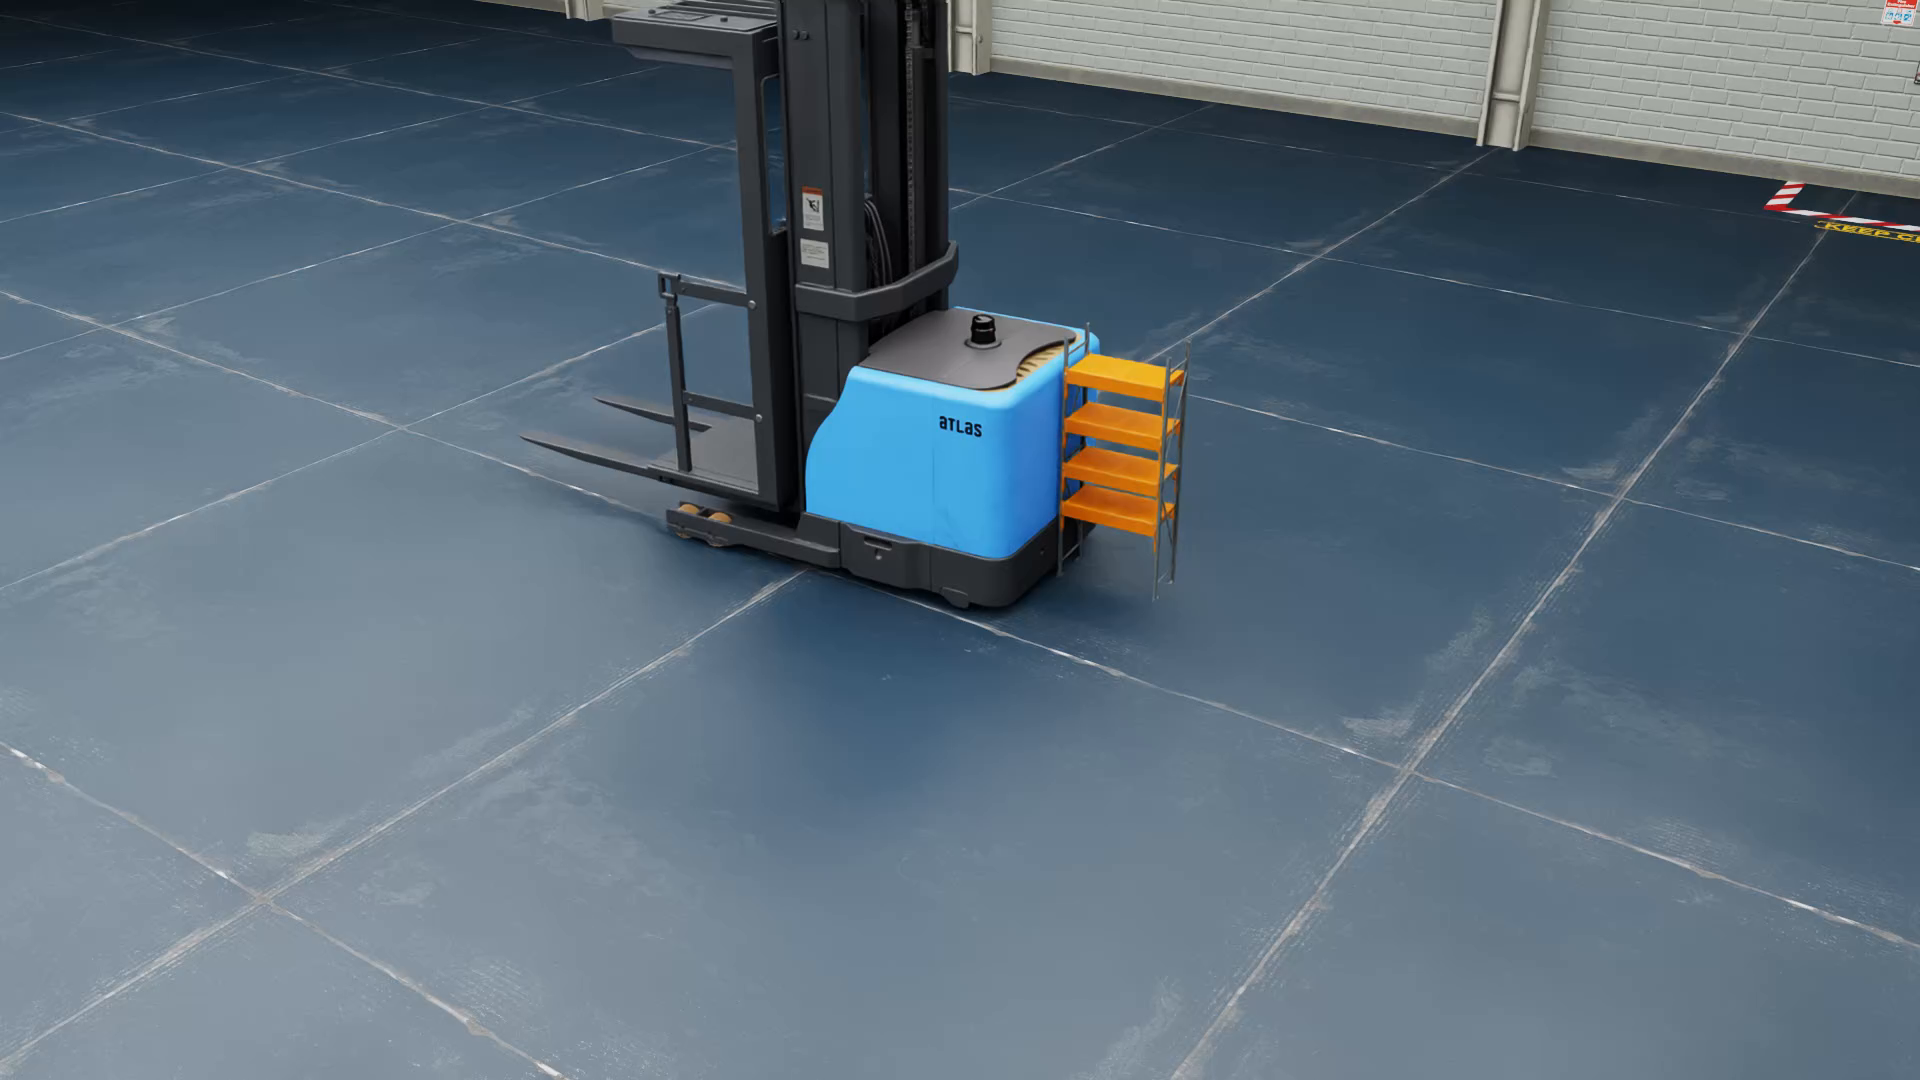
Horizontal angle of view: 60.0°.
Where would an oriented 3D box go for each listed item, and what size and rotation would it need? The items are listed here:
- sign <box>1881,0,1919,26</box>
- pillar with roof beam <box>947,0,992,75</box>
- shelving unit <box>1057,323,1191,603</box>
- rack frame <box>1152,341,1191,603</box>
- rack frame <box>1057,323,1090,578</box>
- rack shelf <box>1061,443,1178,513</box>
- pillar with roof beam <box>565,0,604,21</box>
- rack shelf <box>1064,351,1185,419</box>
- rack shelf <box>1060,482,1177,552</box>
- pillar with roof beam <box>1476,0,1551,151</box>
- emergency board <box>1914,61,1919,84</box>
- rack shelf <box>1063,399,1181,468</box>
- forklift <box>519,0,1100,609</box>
[{"bbox_3d":[7.580,-4.318,13.387,0.234,0.329,0.001,17,32,30],"label":"sign"},{"bbox_3d":[-2.336,-7.618,13.298,0.400,9.000,9.100,17,32,30],"label":"pillar with roof beam"},{"bbox_3d":[0.738,-0.347,7.610,0.503,1.200,0.258,14,30,26],"label":"shelving unit"},{"bbox_3d":[0.951,-0.294,7.504,0.015,1.200,0.240,14,30,26],"label":"rack frame"},{"bbox_3d":[0.525,-0.401,7.716,0.015,1.200,0.240,14,30,26],"label":"rack frame"},{"bbox_3d":[0.738,-0.287,7.640,0.480,0.148,0.258,14,30,26],"label":"rack shelf"},{"bbox_3d":[-7.282,-9.159,16.325,0.400,9.000,9.100,17,32,30],"label":"pillar with roof beam"},{"bbox_3d":[0.738,-0.698,7.432,0.480,0.148,0.258,14,30,26],"label":"rack shelf"},{"bbox_3d":[0.738,-0.111,7.730,0.480,0.148,0.258,14,30,26],"label":"rack shelf"},{"bbox_3d":[2.610,-6.077,10.270,0.400,9.000,9.100,17,32,30],"label":"pillar with roof beam"},{"bbox_3d":[7.981,-4.130,13.059,0.626,1.169,0.157,17,32,30],"label":"emergency board"},{"bbox_3d":[0.738,-0.487,7.539,0.480,0.148,0.258,14,30,26],"label":"rack shelf"},{"bbox_3d":[-0.869,-1.464,7.895,3.031,2.935,1.130,14,30,26],"label":"forklift"}]
